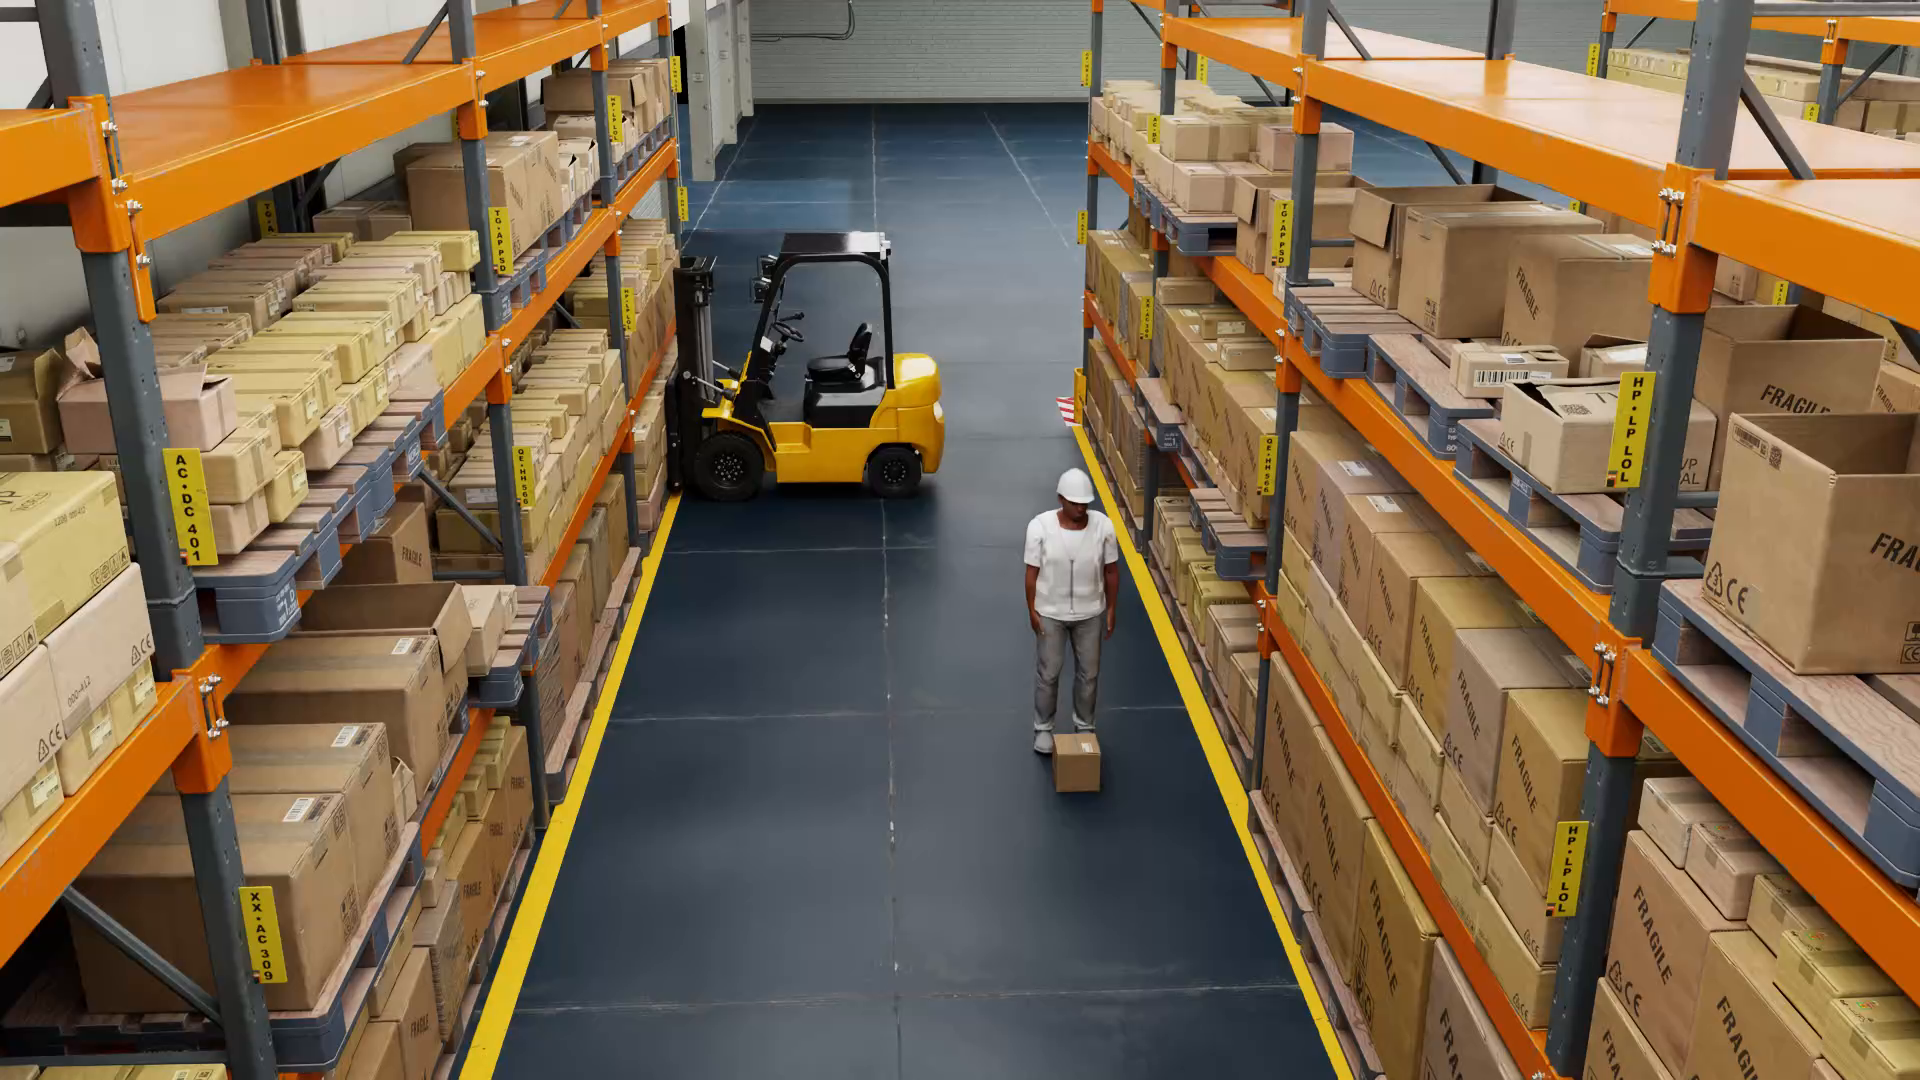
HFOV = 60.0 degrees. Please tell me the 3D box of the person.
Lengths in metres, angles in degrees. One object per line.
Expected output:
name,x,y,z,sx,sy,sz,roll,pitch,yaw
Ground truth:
person,0.664,0.420,9.910,0.565,1.760,0.363,-1,20,-3
